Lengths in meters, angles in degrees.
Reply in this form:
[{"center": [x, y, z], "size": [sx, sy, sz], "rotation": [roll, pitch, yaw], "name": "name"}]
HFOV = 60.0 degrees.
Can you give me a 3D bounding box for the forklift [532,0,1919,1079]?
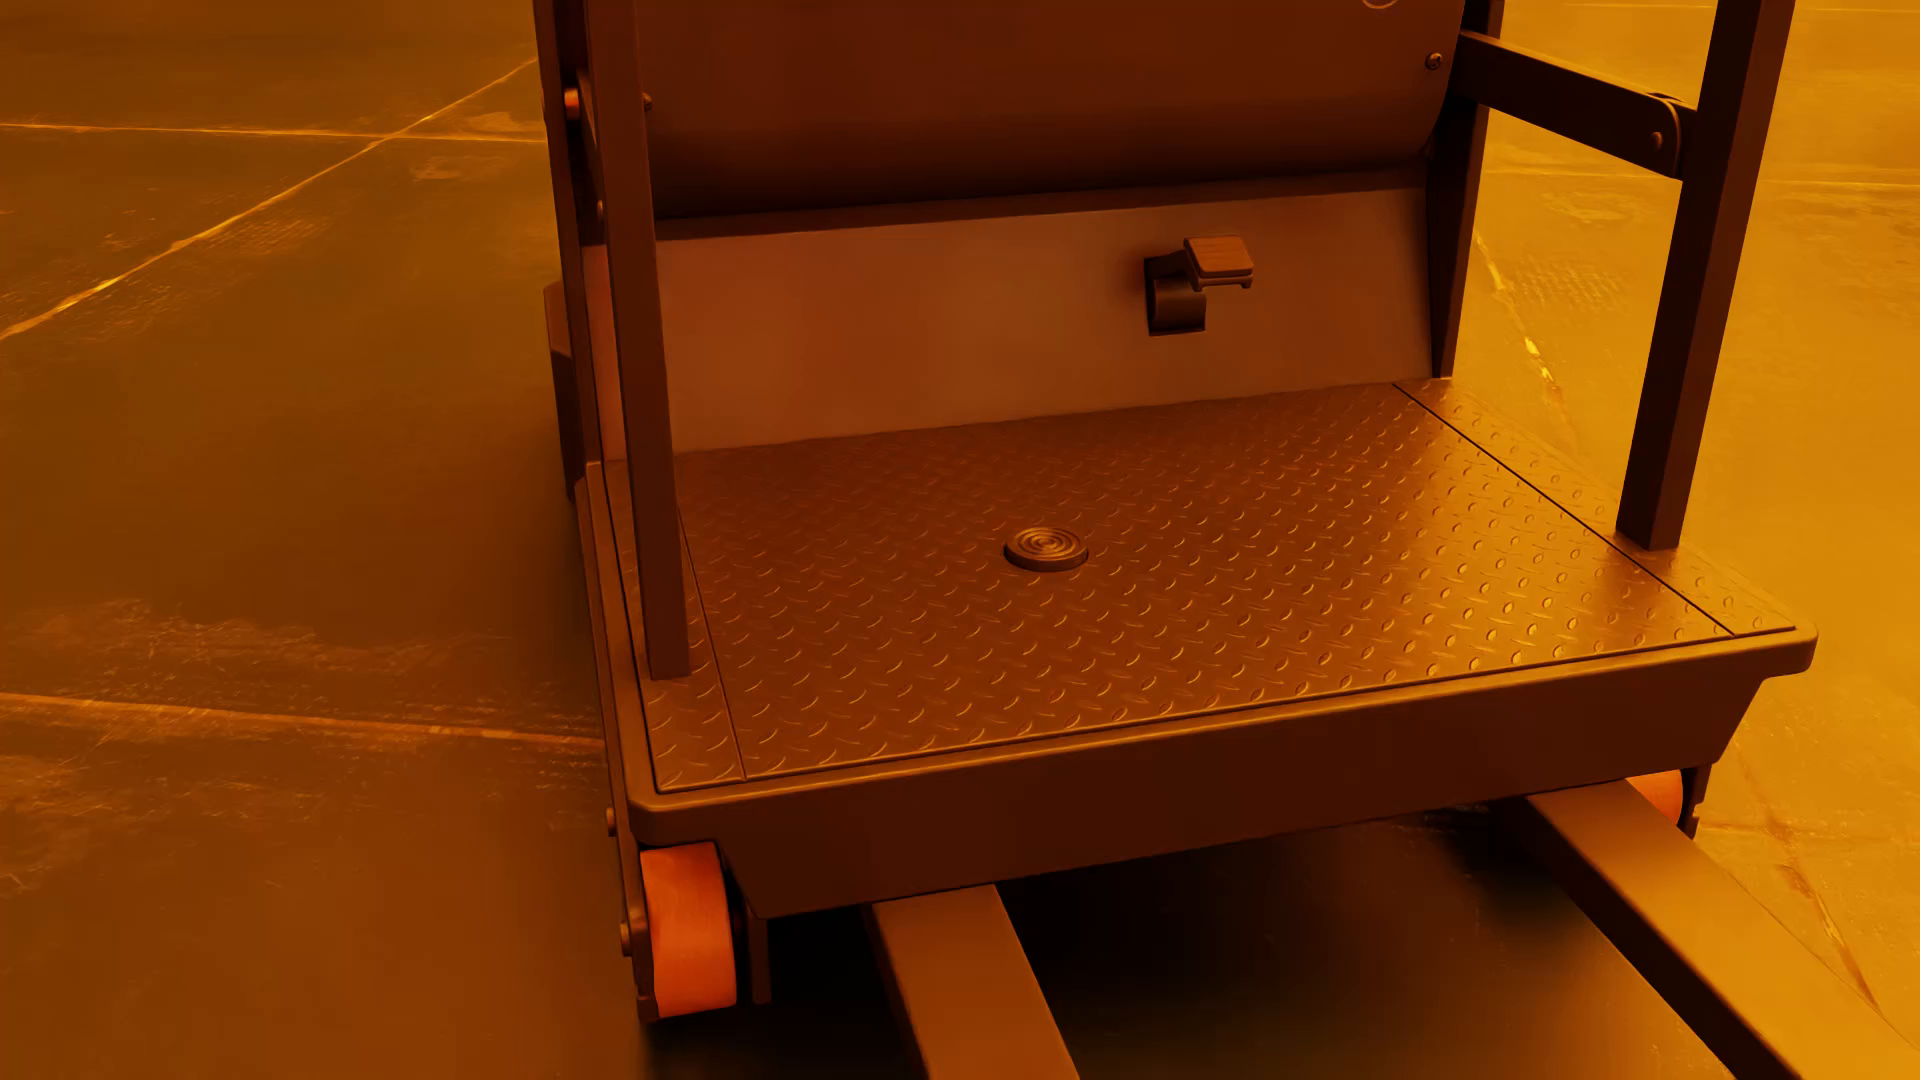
[{"center": [0.153, -1.049, 1.319], "size": [1.130, 2.935, 3.031], "rotation": [-7, 27, -13], "name": "forklift"}]
